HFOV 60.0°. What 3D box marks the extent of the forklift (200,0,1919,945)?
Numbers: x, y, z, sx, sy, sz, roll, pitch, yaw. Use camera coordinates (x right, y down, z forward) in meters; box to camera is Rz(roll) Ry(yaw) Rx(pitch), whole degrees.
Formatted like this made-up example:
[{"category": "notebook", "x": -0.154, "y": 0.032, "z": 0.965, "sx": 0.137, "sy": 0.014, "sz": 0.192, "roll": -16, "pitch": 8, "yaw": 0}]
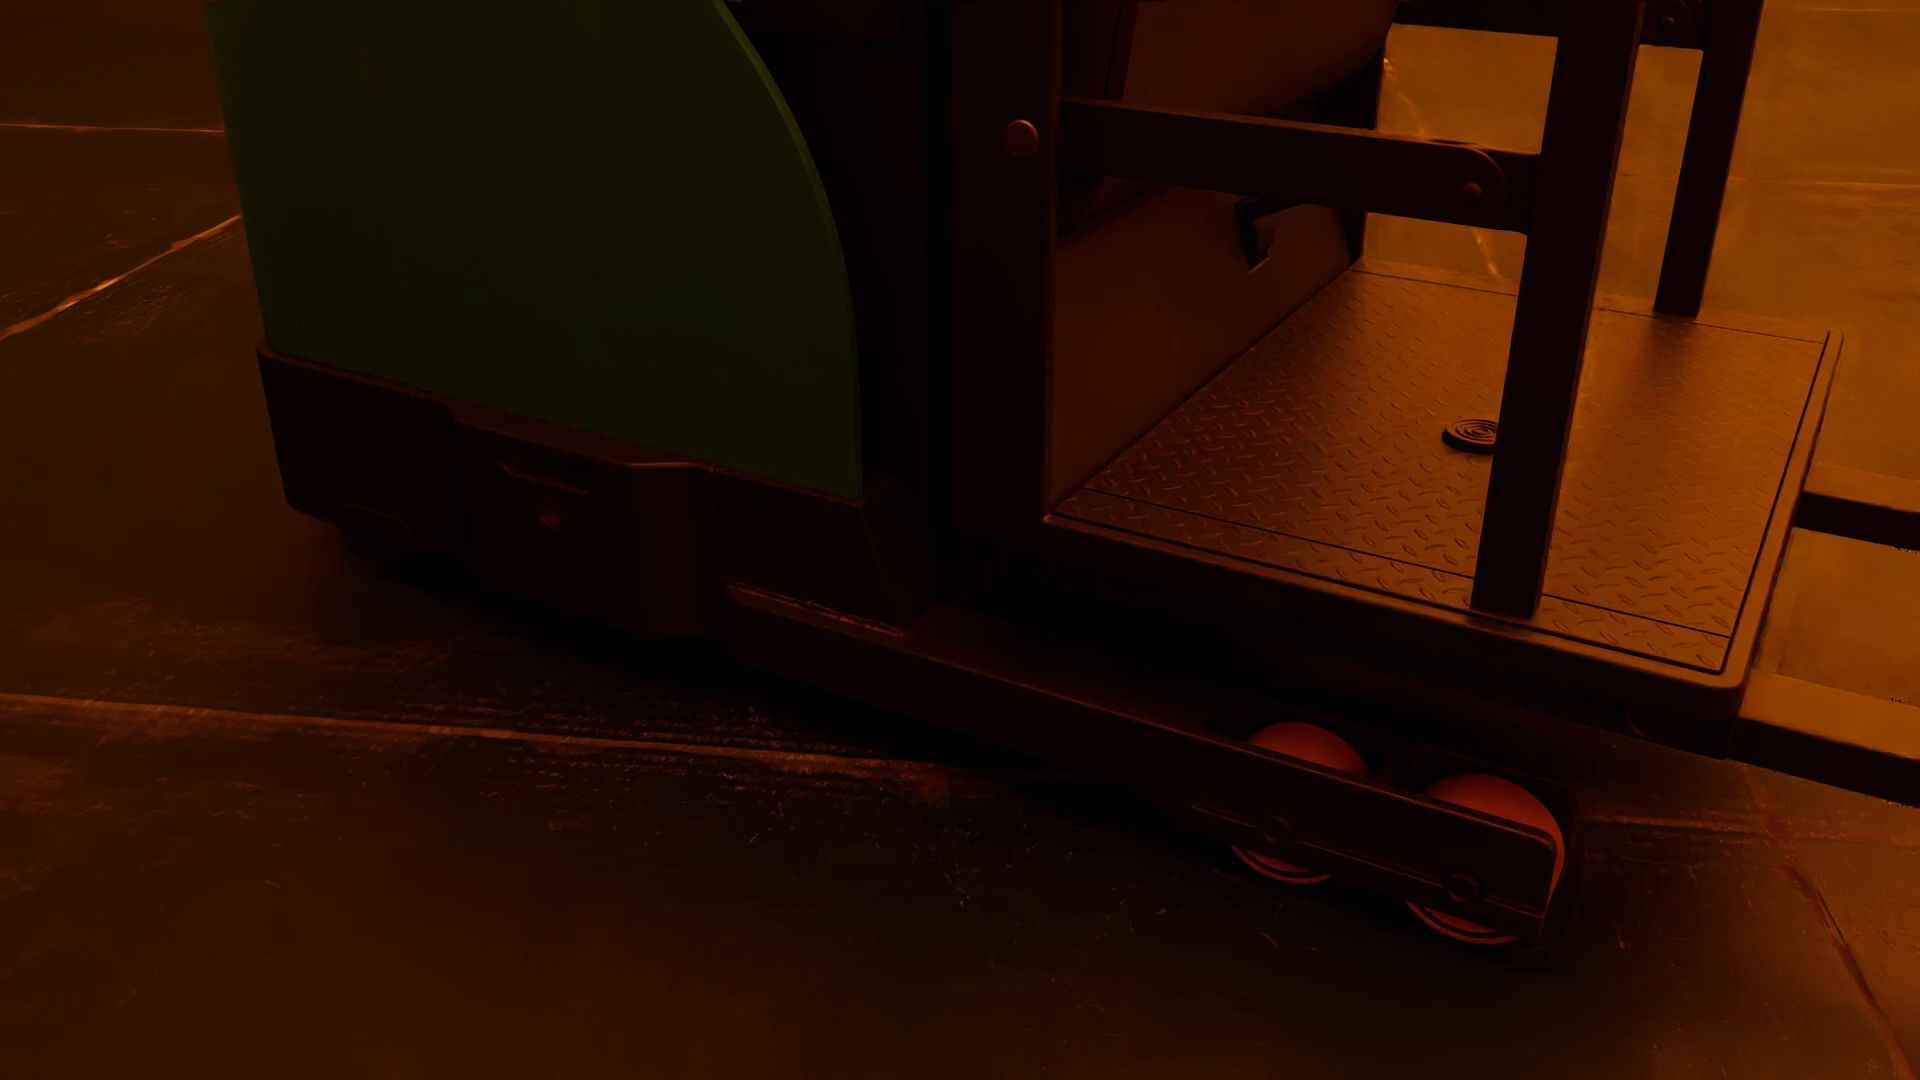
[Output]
[{"category": "forklift", "x": 0.529, "y": -1.176, "z": 1.574, "sx": 3.031, "sy": 2.935, "sz": 1.130, "roll": 14, "pitch": 30, "yaw": 26}]
